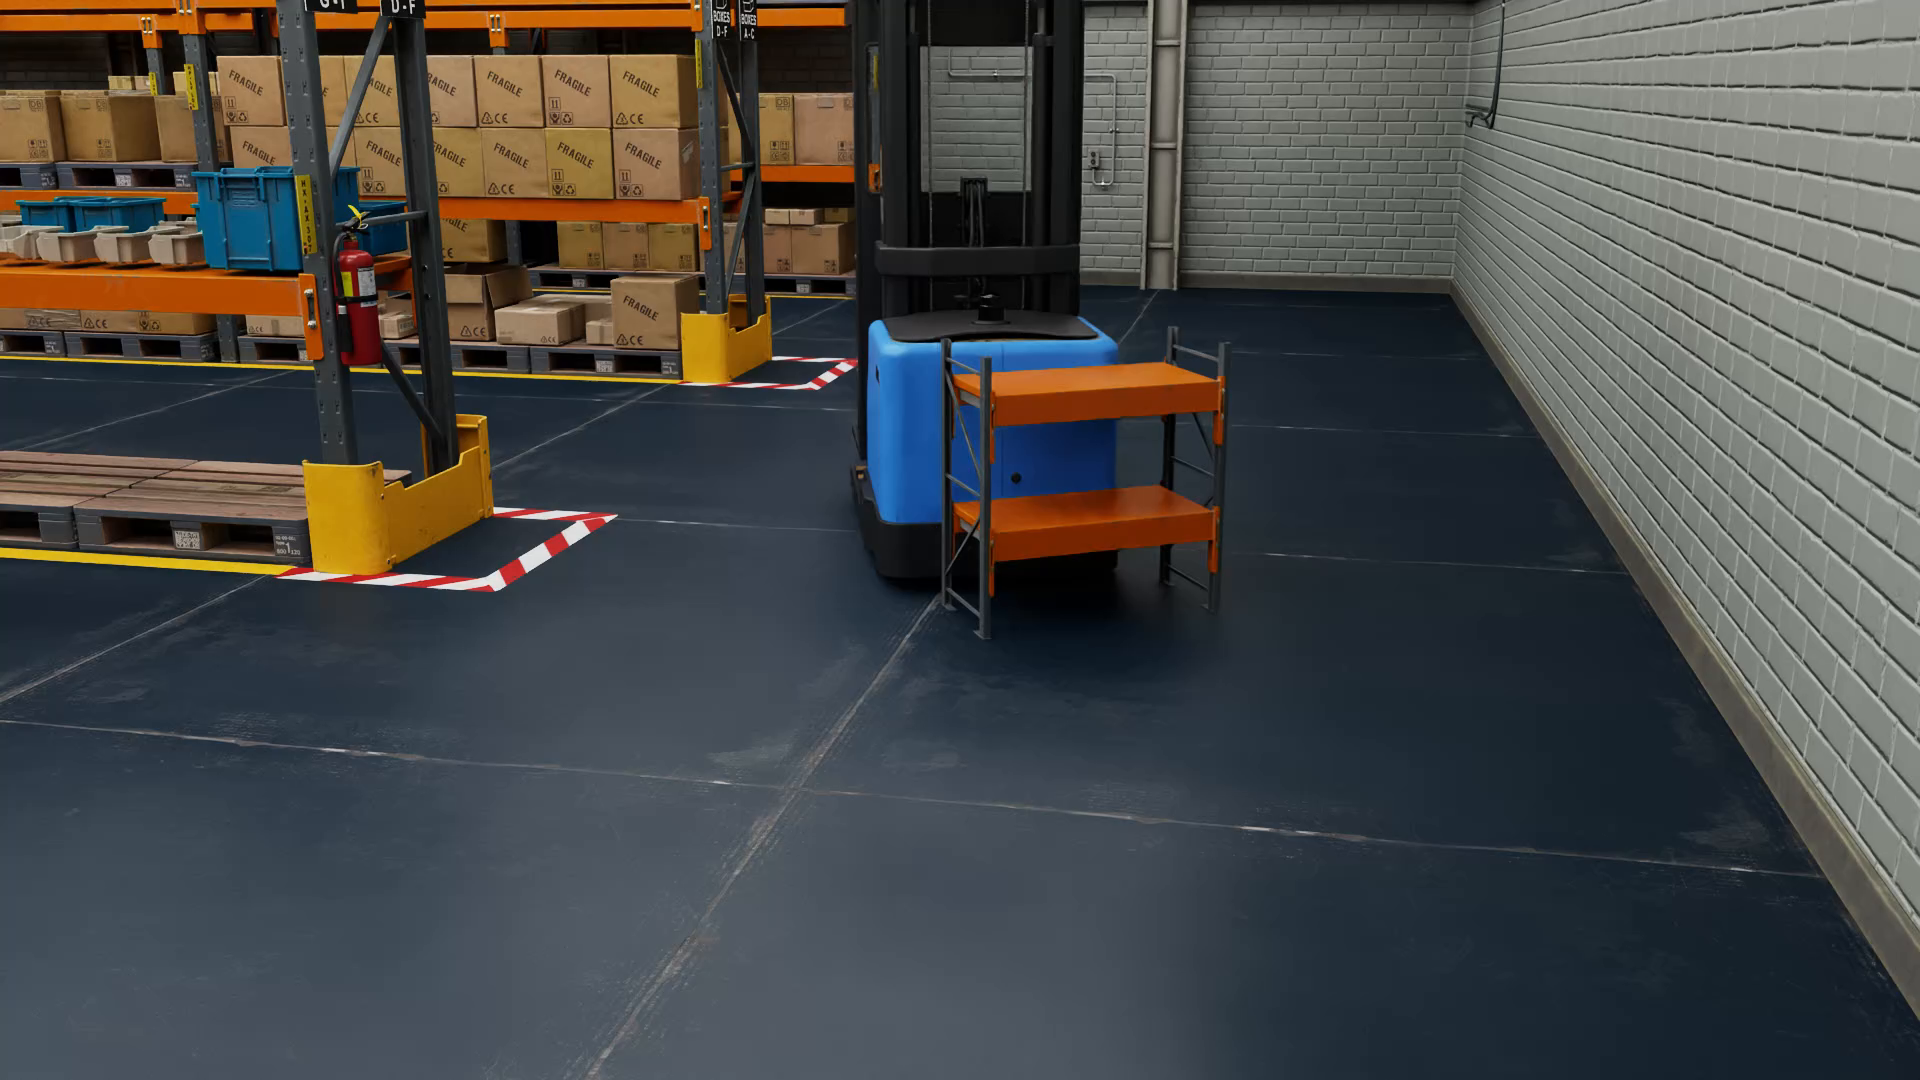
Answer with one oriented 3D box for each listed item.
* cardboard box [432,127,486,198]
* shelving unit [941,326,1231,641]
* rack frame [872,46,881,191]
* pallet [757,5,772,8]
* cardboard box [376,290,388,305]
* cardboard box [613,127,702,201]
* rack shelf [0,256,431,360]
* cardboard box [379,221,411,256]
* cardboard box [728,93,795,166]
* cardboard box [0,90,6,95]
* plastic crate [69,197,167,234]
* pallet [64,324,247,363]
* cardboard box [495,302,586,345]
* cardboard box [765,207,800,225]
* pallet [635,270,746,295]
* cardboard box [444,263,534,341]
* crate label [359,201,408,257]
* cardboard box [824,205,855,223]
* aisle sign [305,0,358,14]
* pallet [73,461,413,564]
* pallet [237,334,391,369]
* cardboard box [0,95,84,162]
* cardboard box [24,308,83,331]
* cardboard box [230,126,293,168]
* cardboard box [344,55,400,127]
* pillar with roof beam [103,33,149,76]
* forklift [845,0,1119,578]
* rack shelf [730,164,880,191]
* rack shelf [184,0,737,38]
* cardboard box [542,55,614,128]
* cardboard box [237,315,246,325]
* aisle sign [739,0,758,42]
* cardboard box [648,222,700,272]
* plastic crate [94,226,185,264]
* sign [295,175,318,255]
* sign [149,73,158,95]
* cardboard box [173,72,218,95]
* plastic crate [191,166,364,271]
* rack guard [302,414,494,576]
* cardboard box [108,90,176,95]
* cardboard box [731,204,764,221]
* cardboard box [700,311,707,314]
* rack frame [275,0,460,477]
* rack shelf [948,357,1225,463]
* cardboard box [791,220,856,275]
[{"bbox_3d":[-3.666,-2.821,12.370,0.500,0.500,0.500,3,16,10],"label":"cardboard box"},{"bbox_3d":[0.500,-0.255,6.804,1.048,1.125,0.538,-5,16,-19],"label":"shelving unit"},{"bbox_3d":[-0.698,-4.035,16.939,0.127,3.000,1.000,3,16,11],"label":"rack frame"},{"bbox_3d":[-2.627,-5.539,16.915,1.213,0.211,1.003,3,16,11],"label":"pallet"},{"bbox_3d":[-4.987,-2.003,13.462,0.500,0.500,0.500,3,16,11],"label":"cardboard box"},{"bbox_3d":[-2.175,-2.740,12.076,0.500,0.500,0.500,4,16,13],"label":"cardboard box"},{"bbox_3d":[-4.632,-1.203,8.063,4.000,0.370,1.077,3,16,11],"label":"rack shelf"},{"bbox_3d":[-6.153,-3.461,18.108,0.750,0.750,0.750,4,16,13],"label":"cardboard box"},{"bbox_3d":[-1.915,-4.240,17.117,0.700,0.700,0.980,3,16,11],"label":"cardboard box"},{"bbox_3d":[-10.768,-4.839,18.831,0.500,0.500,0.700,5,16,19],"label":"cardboard box"},{"bbox_3d":[-4.139,-1.561,8.209,0.300,0.233,0.416,3,16,11],"label":"plastic crate"},{"bbox_3d":[-6.406,-1.641,13.521,1.213,0.211,1.003,3,16,11],"label":"pallet"},{"bbox_3d":[-3.189,-1.649,12.651,0.500,0.250,0.500,3,16,11],"label":"cardboard box"},{"bbox_3d":[-1.817,-3.329,17.071,0.250,0.149,0.380,4,16,13],"label":"cardboard box"},{"bbox_3d":[-2.689,-2.779,17.628,1.213,0.211,1.003,3,16,11],"label":"pallet"},{"bbox_3d":[-3.760,-1.862,12.947,0.637,0.503,0.797,3,16,11],"label":"cardboard box"},{"bbox_3d":[-2.849,-1.491,7.956,0.303,0.233,0.416,3,16,11],"label":"crate label"},{"bbox_3d":[-1.242,-3.402,17.335,0.250,0.149,0.380,3,16,11],"label":"cardboard box"},{"bbox_3d":[-2.660,-2.616,6.946,0.004,0.787,0.394,3,16,11],"label":"aisle sign"},{"bbox_3d":[-3.473,-0.153,8.150,1.213,0.211,1.003,3,16,11],"label":"pallet"},{"bbox_3d":[-4.929,-1.571,13.268,1.213,0.211,1.003,3,16,11],"label":"pallet"},{"bbox_3d":[-7.345,-3.280,13.240,0.500,0.500,0.700,-1,16,-3],"label":"cardboard box"},{"bbox_3d":[-7.116,-1.966,13.327,0.500,0.500,0.500,3,16,12],"label":"cardboard box"},{"bbox_3d":[-5.156,-2.901,12.660,0.500,0.500,0.500,4,16,13],"label":"cardboard box"},{"bbox_3d":[-4.187,-3.328,12.328,0.500,0.500,0.500,3,16,9],"label":"cardboard box"},{"bbox_3d":[-10.497,-6.521,14.676,0.400,9.000,9.100,3,16,11],"label":"pillar with roof beam"},{"bbox_3d":[0.011,-1.593,8.253,1.130,2.935,3.031,-2,16,-6],"label":"forklift"},{"bbox_3d":[-2.658,-3.795,17.419,4.000,0.370,1.077,3,16,11],"label":"rack shelf"},{"bbox_3d":[-3.642,-3.944,12.340,4.000,0.370,1.077,3,16,11],"label":"rack shelf"},{"bbox_3d":[-2.668,-3.247,12.036,0.500,0.500,0.500,4,16,13],"label":"cardboard box"},{"bbox_3d":[-6.027,-2.048,13.627,0.500,0.500,0.500,2,16,9],"label":"cardboard box"},{"bbox_3d":[-1.556,-4.065,12.178,0.004,0.787,0.394,3,16,11],"label":"aisle sign"},{"bbox_3d":[-2.912,-3.123,17.544,0.500,0.500,0.700,3,16,12],"label":"cardboard box"},{"bbox_3d":[-3.789,-1.360,7.665,0.243,0.136,0.396,3,16,11],"label":"plastic crate"},{"bbox_3d":[-2.766,-1.377,7.039,0.005,0.325,0.100,3,16,11],"label":"sign"},{"bbox_3d":[-8.637,-4.838,17.817,0.005,0.325,0.100,3,16,11],"label":"sign"},{"bbox_3d":[-8.116,-4.930,17.984,0.500,0.250,0.500,3,16,12],"label":"cardboard box"},{"bbox_3d":[-3.038,-1.458,7.458,0.499,0.435,0.616,3,16,11],"label":"plastic crate"},{"bbox_3d":[-2.646,-0.241,7.925,0.348,0.500,1.175,3,16,11],"label":"rack guard"},{"bbox_3d":[-9.000,-4.743,18.484,0.500,0.500,0.700,1,16,5],"label":"cardboard box"},{"bbox_3d":[-2.233,-3.455,17.528,0.250,0.149,0.380,3,16,12],"label":"cardboard box"},{"bbox_3d":[-2.024,-1.689,12.987,0.250,0.149,0.380,3,16,11],"label":"cardboard box"},{"bbox_3d":[-2.673,-1.443,7.583,0.127,3.000,1.000,3,16,11],"label":"rack frame"},{"bbox_3d":[0.500,-0.537,6.726,1.000,0.278,0.538,-5,16,-19],"label":"rack shelf"},{"bbox_3d":[-1.404,-3.044,17.257,0.500,0.500,0.700,3,16,11],"label":"cardboard box"}]
